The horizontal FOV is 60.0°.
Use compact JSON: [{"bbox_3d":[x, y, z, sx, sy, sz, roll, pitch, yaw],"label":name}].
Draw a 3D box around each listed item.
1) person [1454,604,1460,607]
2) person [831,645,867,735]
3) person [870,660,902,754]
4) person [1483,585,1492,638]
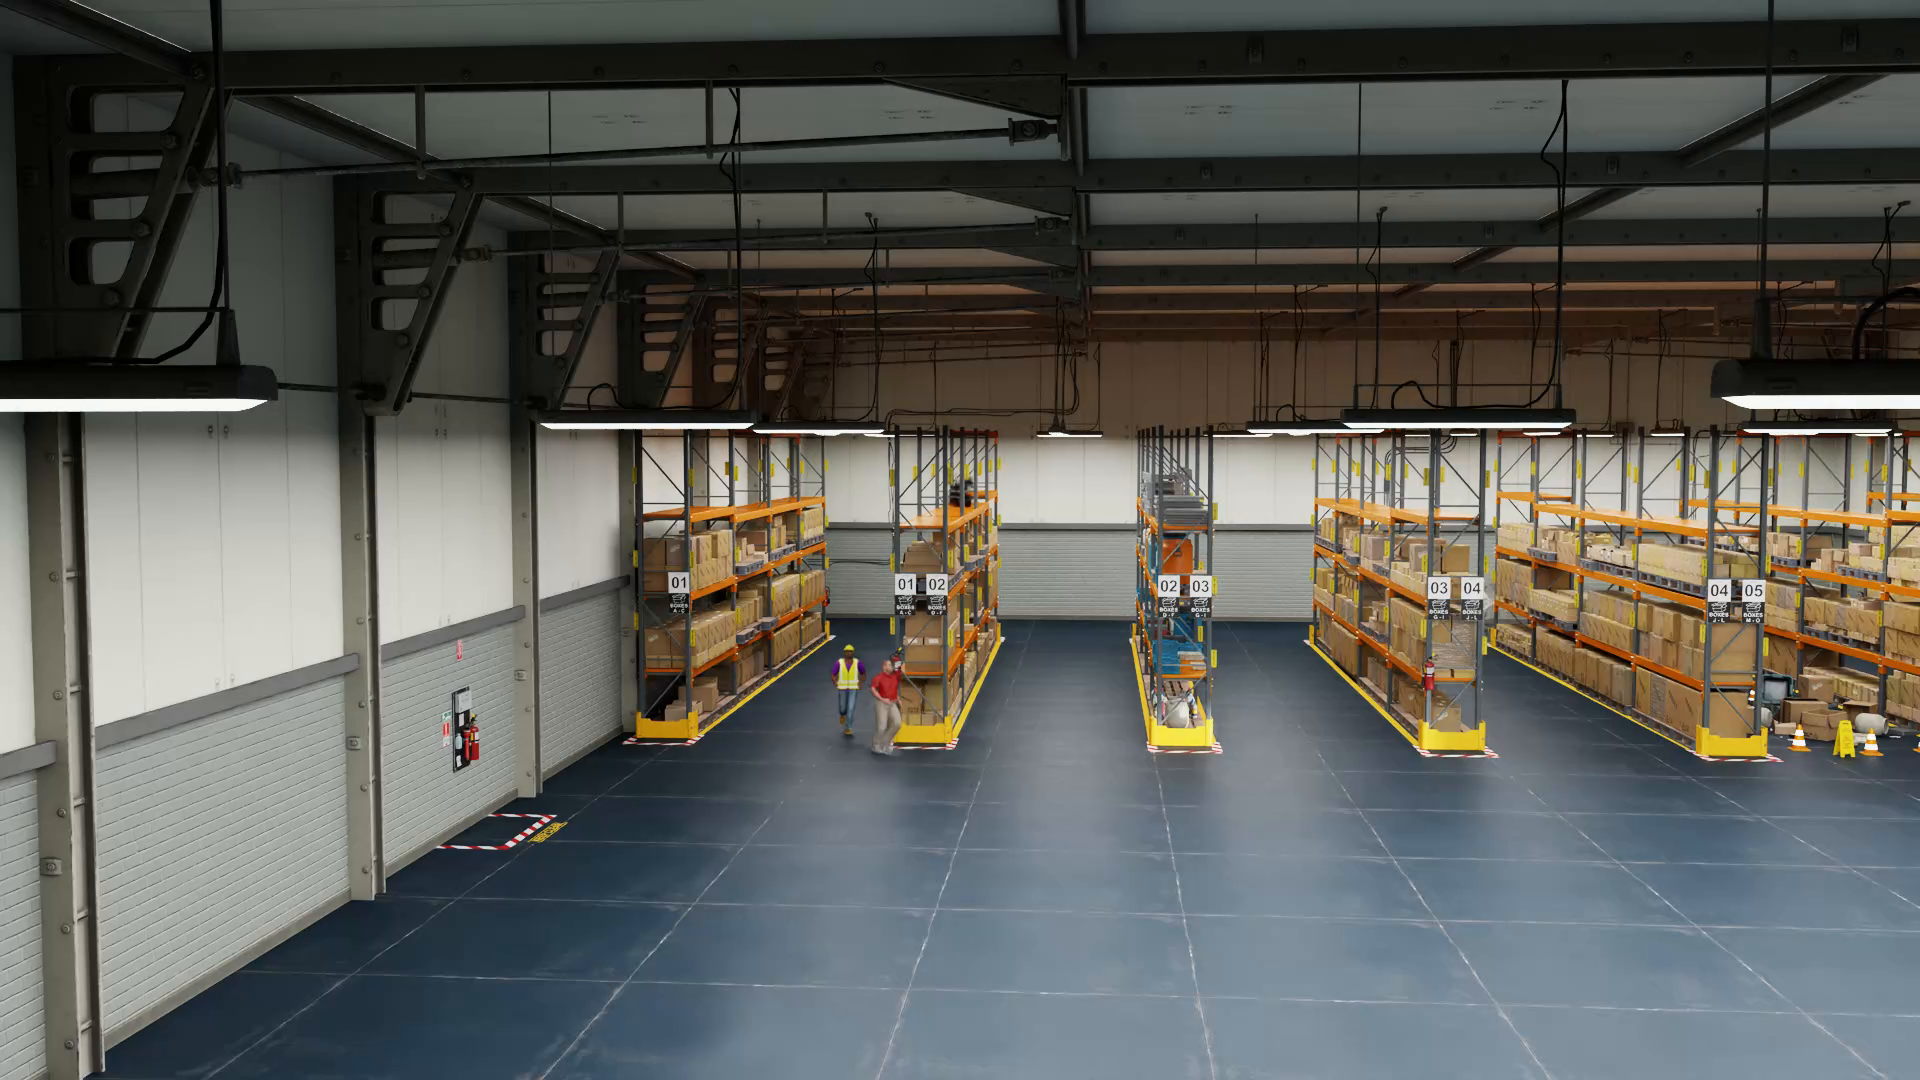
[{"bbox_3d":[13.556,2.181,46.093,0.599,1.558,0.601,1,4,14],"label":"person"},{"bbox_3d":[-2.172,2.911,32.459,0.698,1.732,0.806,0,3,-3],"label":"person"},{"bbox_3d":[-1.312,3.094,30.450,0.702,1.646,0.590,-3,4,-39],"label":"person"},{"bbox_3d":[14.824,2.076,47.114,0.728,1.709,0.663,-1,3,-9],"label":"person"}]
